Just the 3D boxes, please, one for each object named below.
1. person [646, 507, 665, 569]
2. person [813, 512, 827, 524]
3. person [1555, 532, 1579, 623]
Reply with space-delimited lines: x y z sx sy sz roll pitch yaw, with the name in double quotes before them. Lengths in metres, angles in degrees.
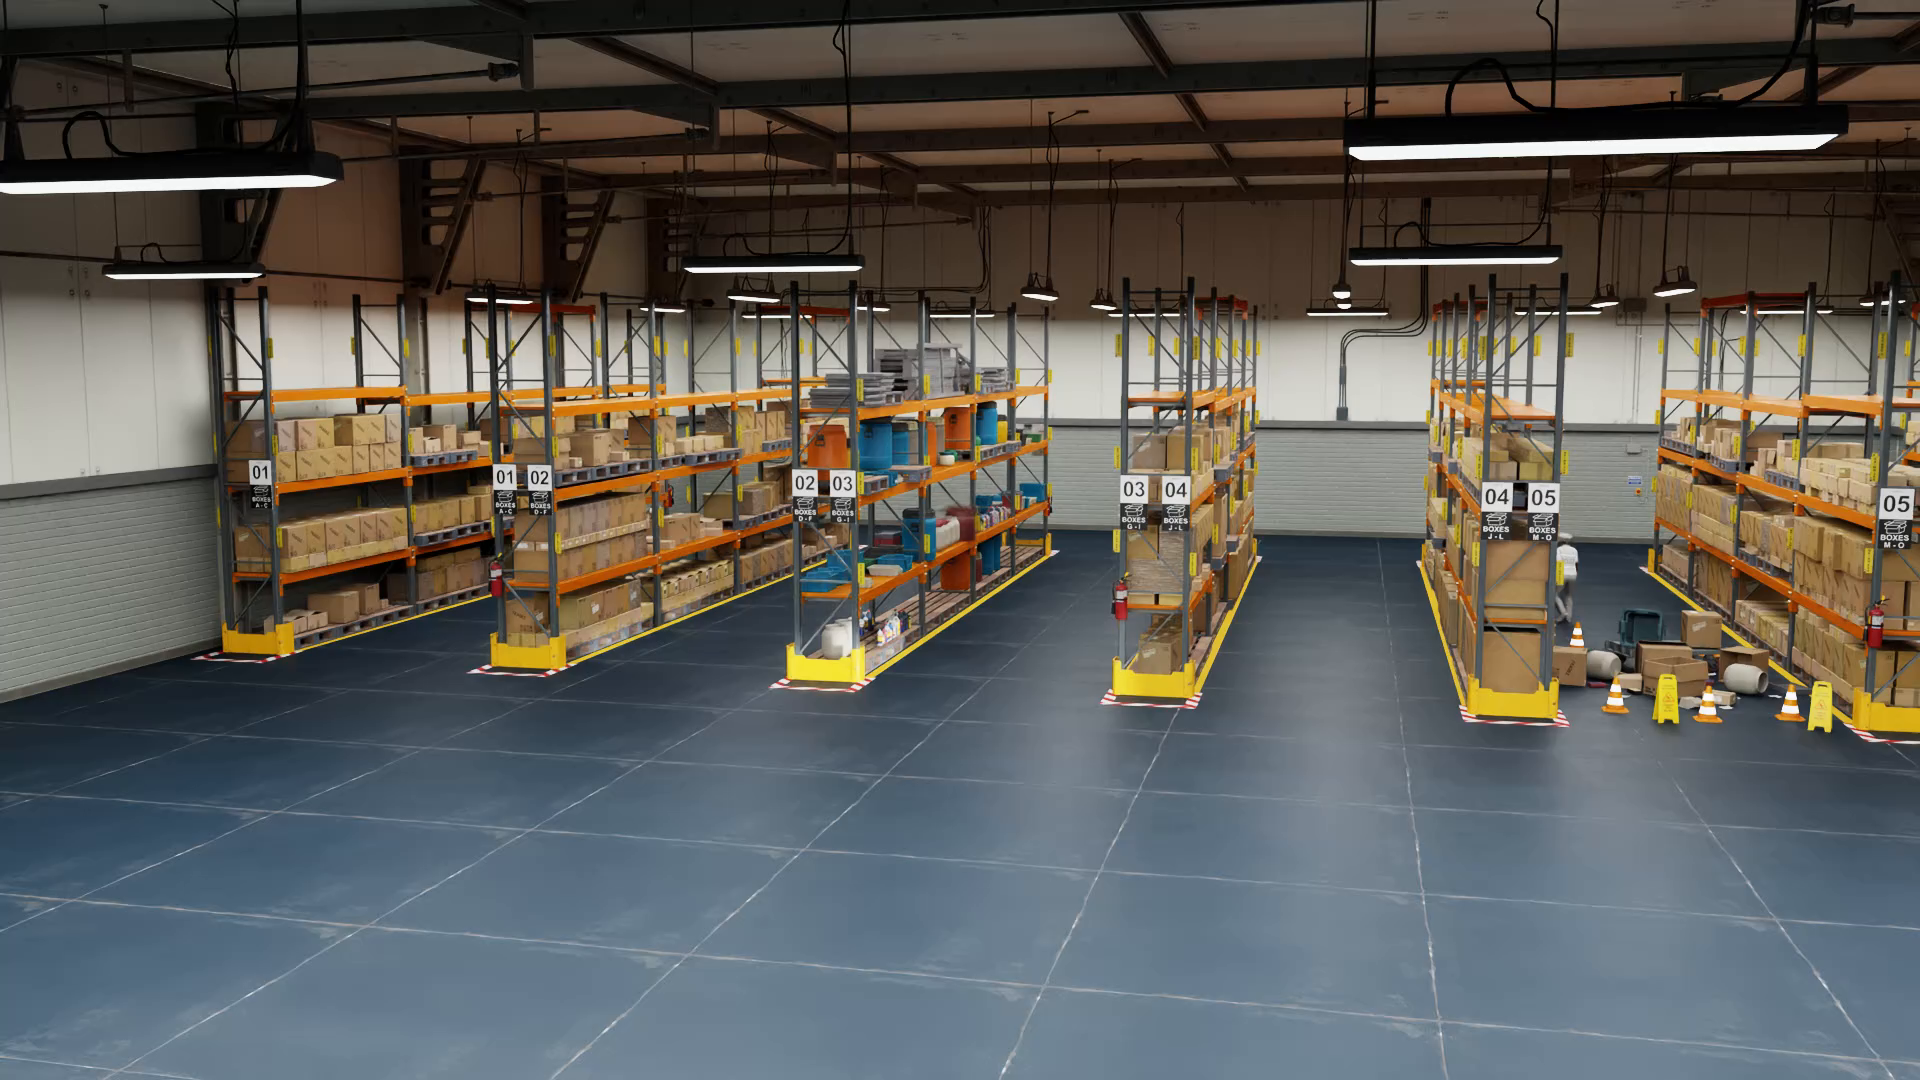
"person" -6.379 0.129 34.985 0.655 1.745 0.670 1 7 7
"person" -3.913 -1.093 45.499 0.546 1.707 0.632 -4 8 -33
"person" 11.124 0.700 30.510 0.524 1.634 0.625 -1 7 -4
